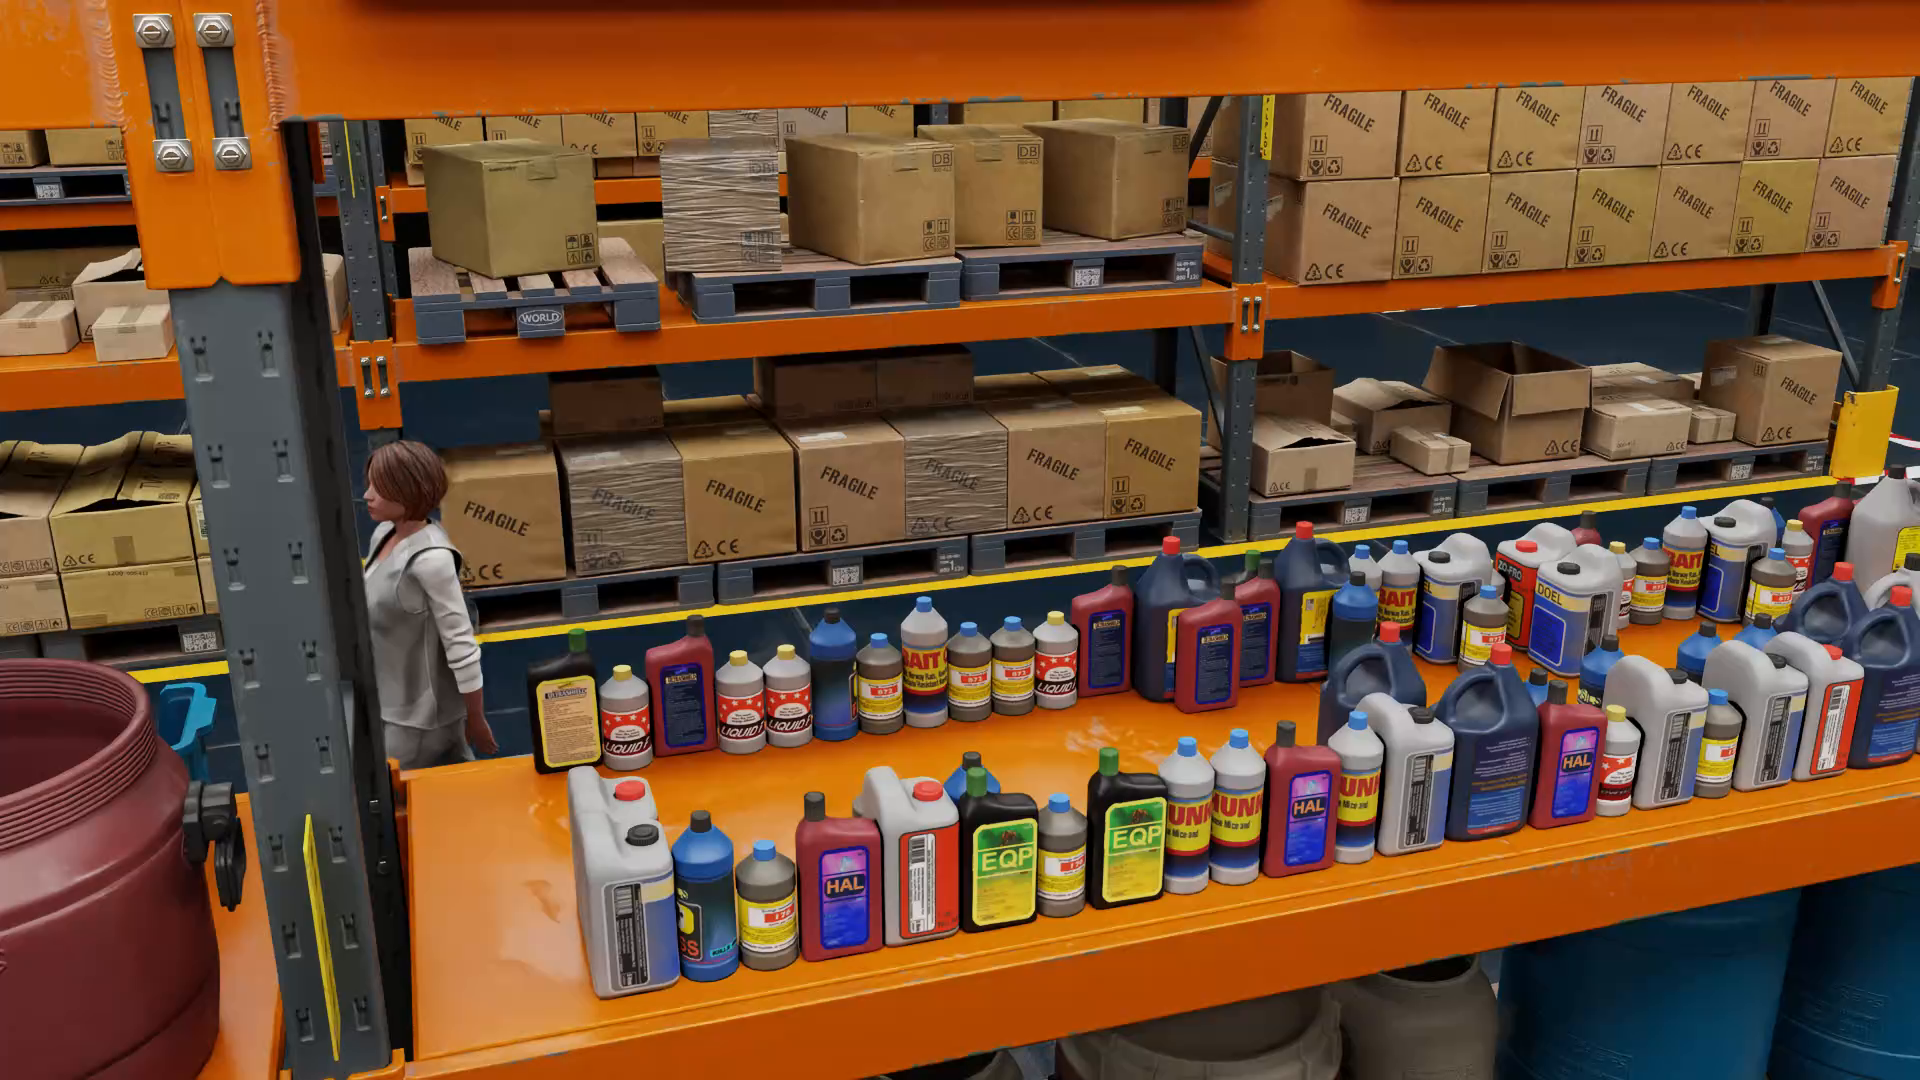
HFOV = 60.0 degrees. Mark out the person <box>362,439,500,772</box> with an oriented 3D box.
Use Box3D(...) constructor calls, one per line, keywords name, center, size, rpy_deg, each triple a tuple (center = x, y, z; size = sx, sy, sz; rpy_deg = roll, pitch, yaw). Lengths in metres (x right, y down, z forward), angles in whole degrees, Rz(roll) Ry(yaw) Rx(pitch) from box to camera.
Box3D(name="person", center=(-1.628, 0.476, 4.710), size=(0.921, 1.545, 0.414), rpy_deg=(-10, 22, -27))
